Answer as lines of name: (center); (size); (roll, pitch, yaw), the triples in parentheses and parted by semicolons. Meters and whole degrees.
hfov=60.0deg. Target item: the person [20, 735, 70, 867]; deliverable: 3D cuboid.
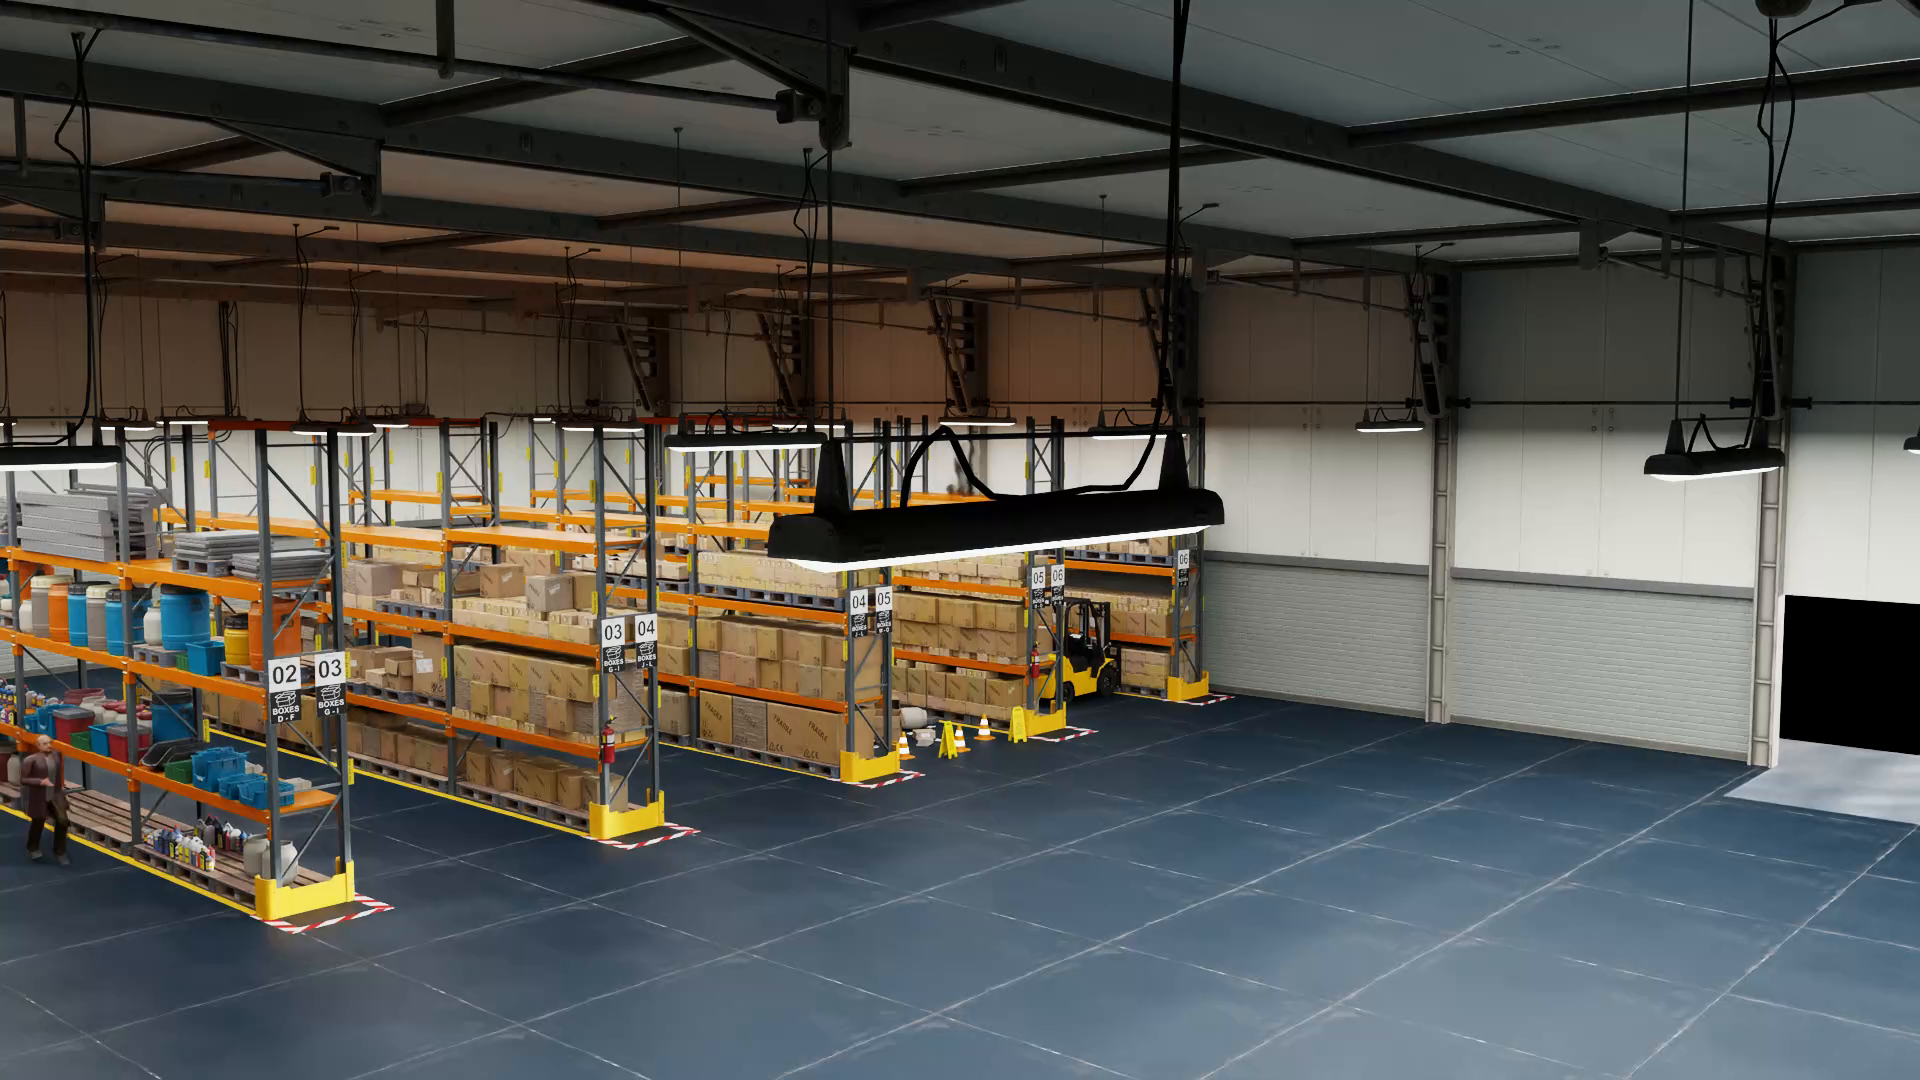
person: (-12.515, 3.563, 22.730); (0.907, 1.835, 0.640); (4, 6, 39)
